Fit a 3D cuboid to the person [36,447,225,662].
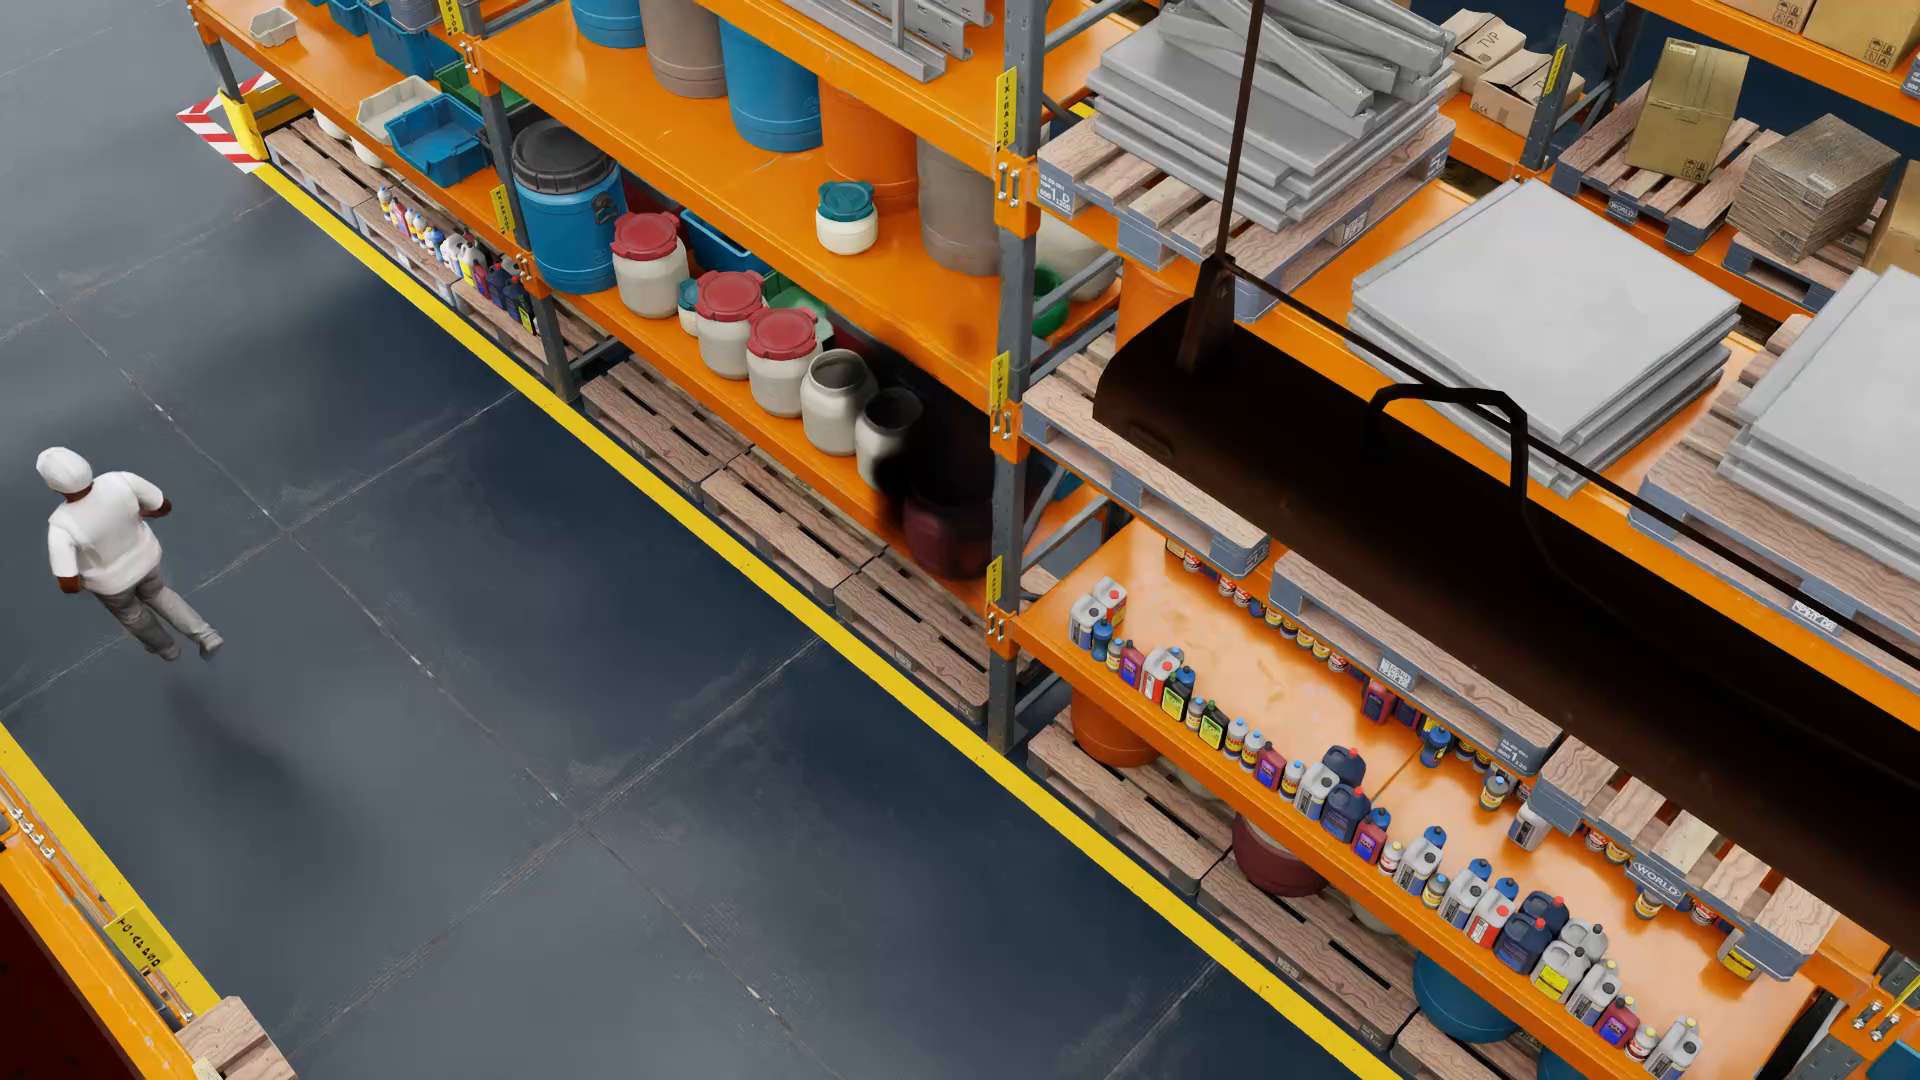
[{"bbox_3d":[-4.392,0.158,8.755,0.758,1.748,0.699,28,55,21],"label":"person"}]
